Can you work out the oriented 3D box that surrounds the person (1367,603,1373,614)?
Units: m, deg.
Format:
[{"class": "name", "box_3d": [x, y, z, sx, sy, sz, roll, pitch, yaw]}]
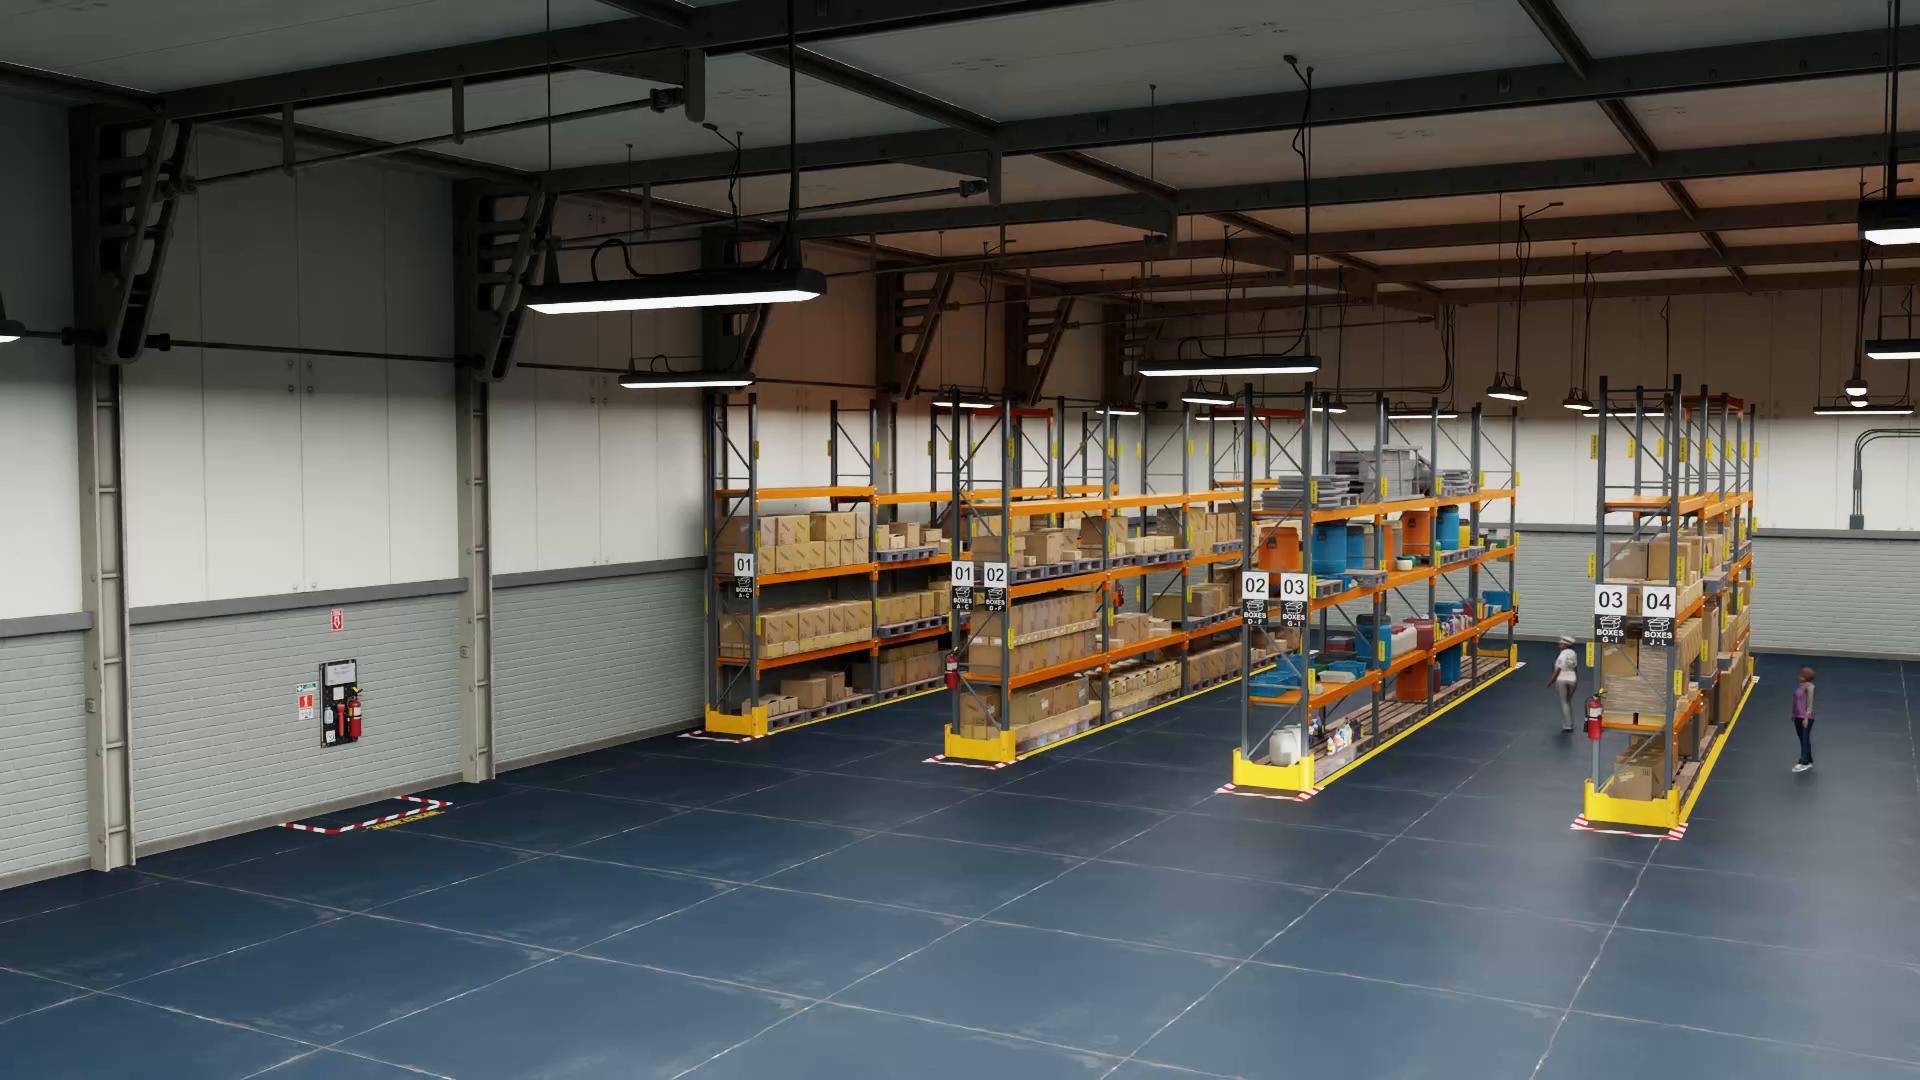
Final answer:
[{"class": "person", "box_3d": [9.108, 2.192, 36.756, 0.414, 1.613, 1.039, 2, 3, 28]}]

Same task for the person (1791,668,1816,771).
[{"class": "person", "box_3d": [13.218, 2.806, 26.067, 0.486, 1.617, 0.429, 0, 3, -9]}]

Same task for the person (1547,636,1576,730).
[{"class": "person", "box_3d": [10.806, 2.569, 29.801, 0.530, 1.729, 0.680, -1, 3, -13]}]
